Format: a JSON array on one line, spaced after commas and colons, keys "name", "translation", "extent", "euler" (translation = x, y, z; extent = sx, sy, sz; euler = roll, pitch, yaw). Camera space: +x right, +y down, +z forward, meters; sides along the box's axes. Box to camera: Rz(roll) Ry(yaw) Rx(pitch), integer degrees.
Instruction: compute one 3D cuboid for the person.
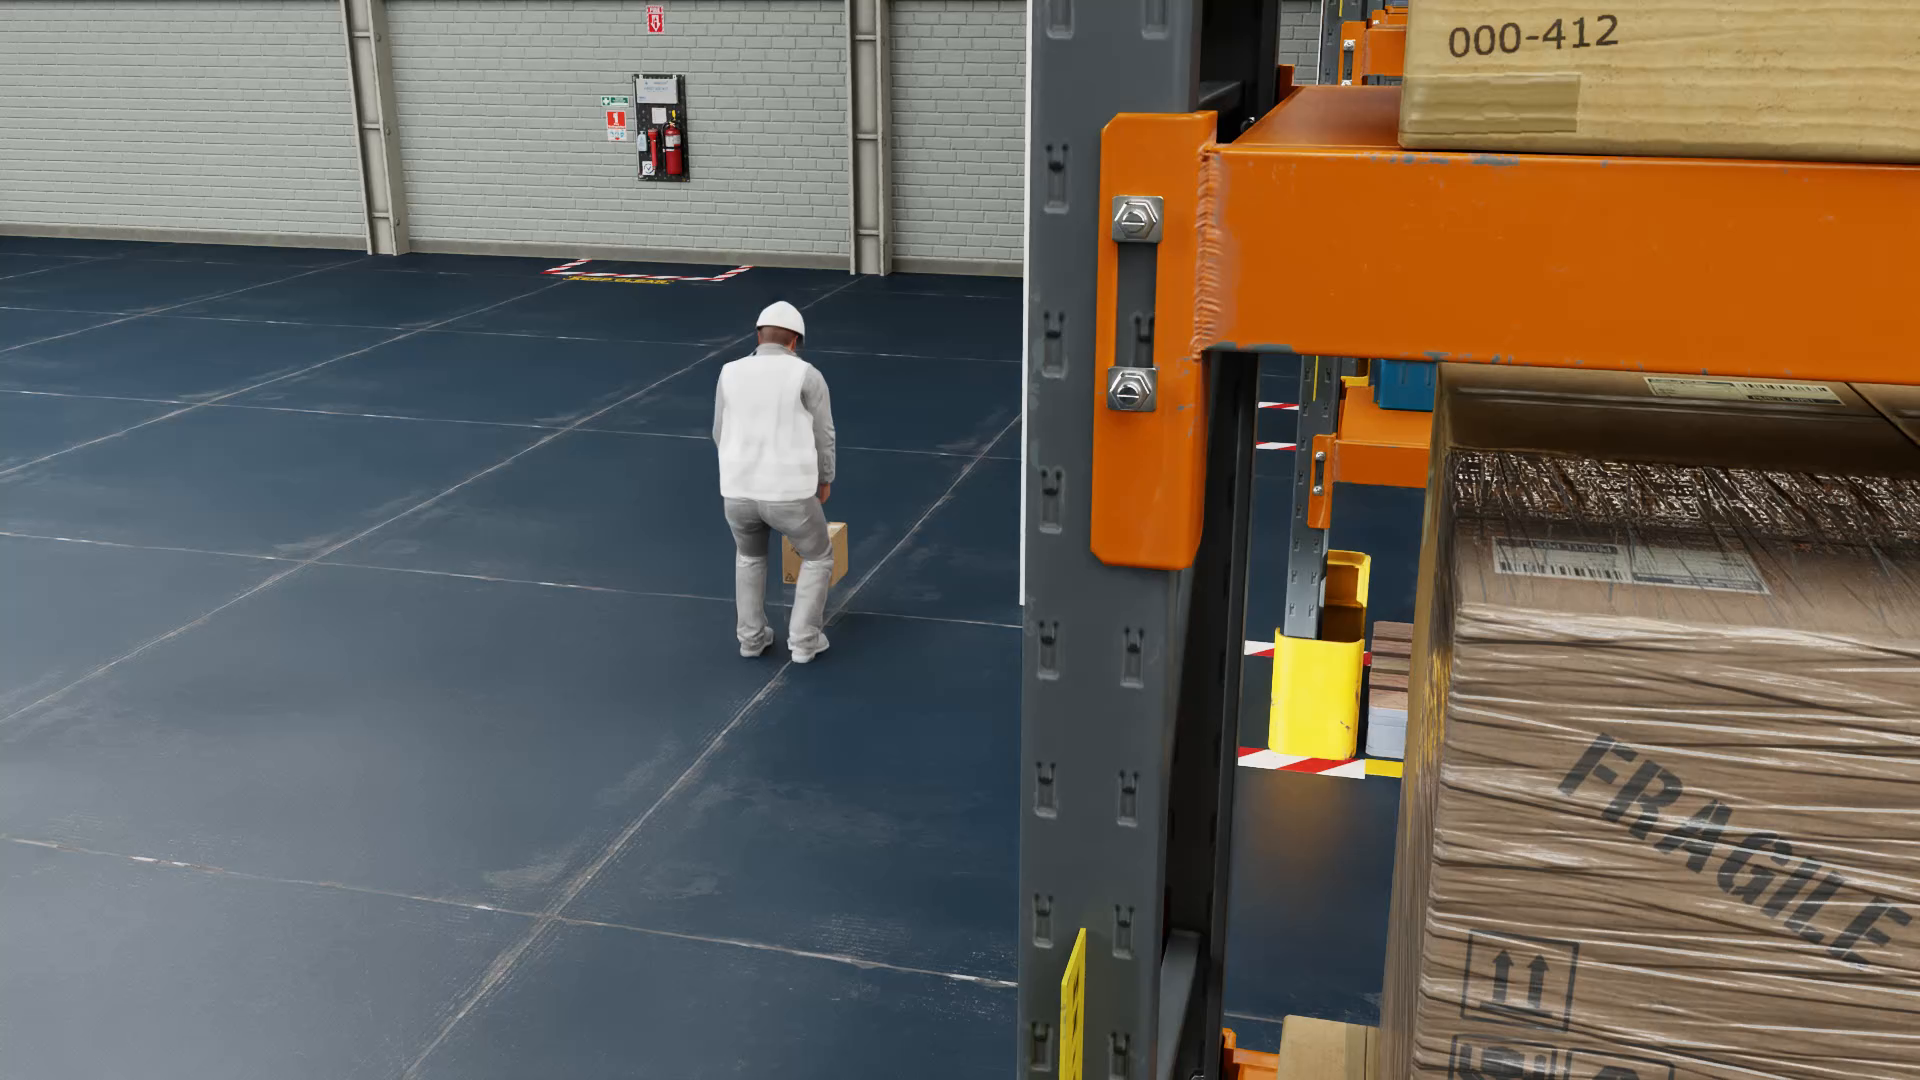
[{"name": "person", "translation": [-0.852, -0.255, 7.577], "extent": [0.583, 1.607, 0.627], "euler": [5, 19, 14]}]
